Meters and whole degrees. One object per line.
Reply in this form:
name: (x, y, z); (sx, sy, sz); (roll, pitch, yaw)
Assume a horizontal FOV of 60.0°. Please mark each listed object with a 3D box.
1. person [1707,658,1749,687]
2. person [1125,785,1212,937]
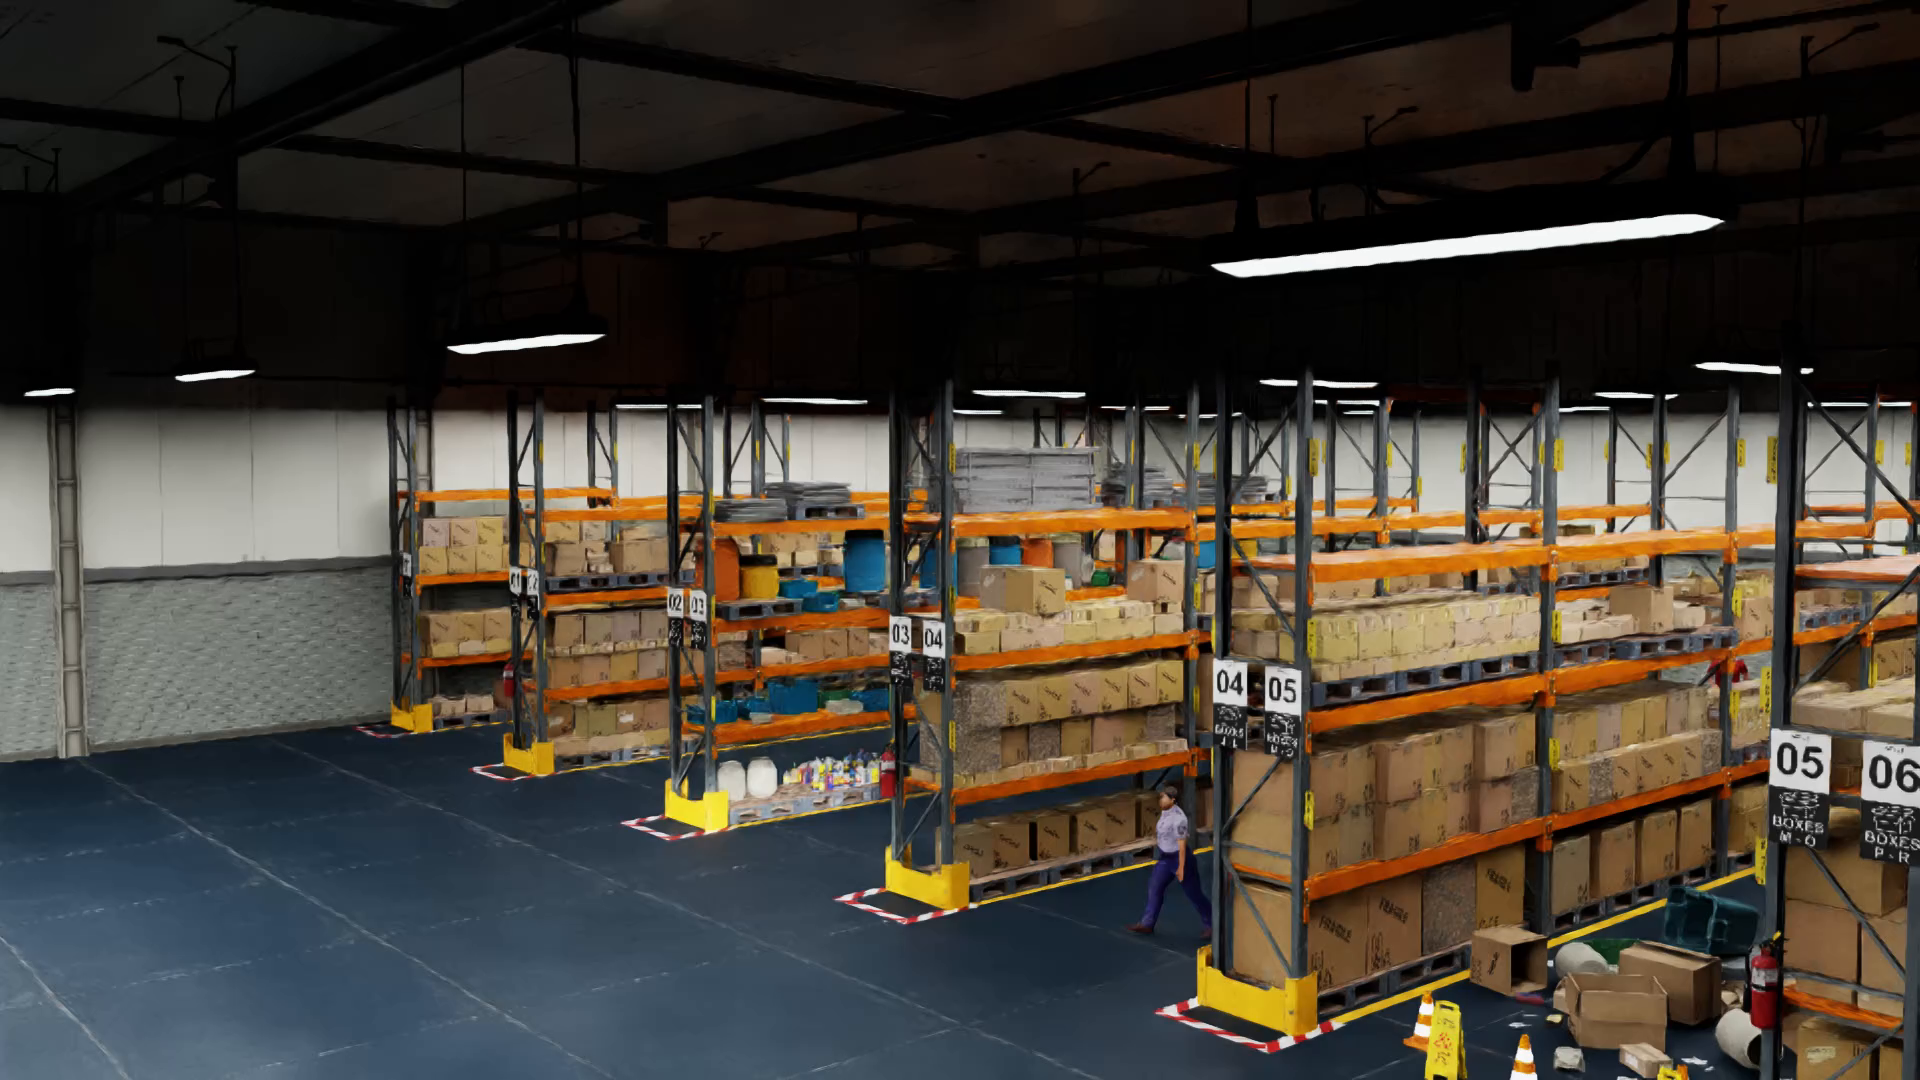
person: (13.366, 2.640, 28.891); (0.700, 1.662, 0.857); (2, 4, 33)
person: (2.245, 3.352, 17.381); (0.938, 1.595, 0.517); (-1, 3, -17)
